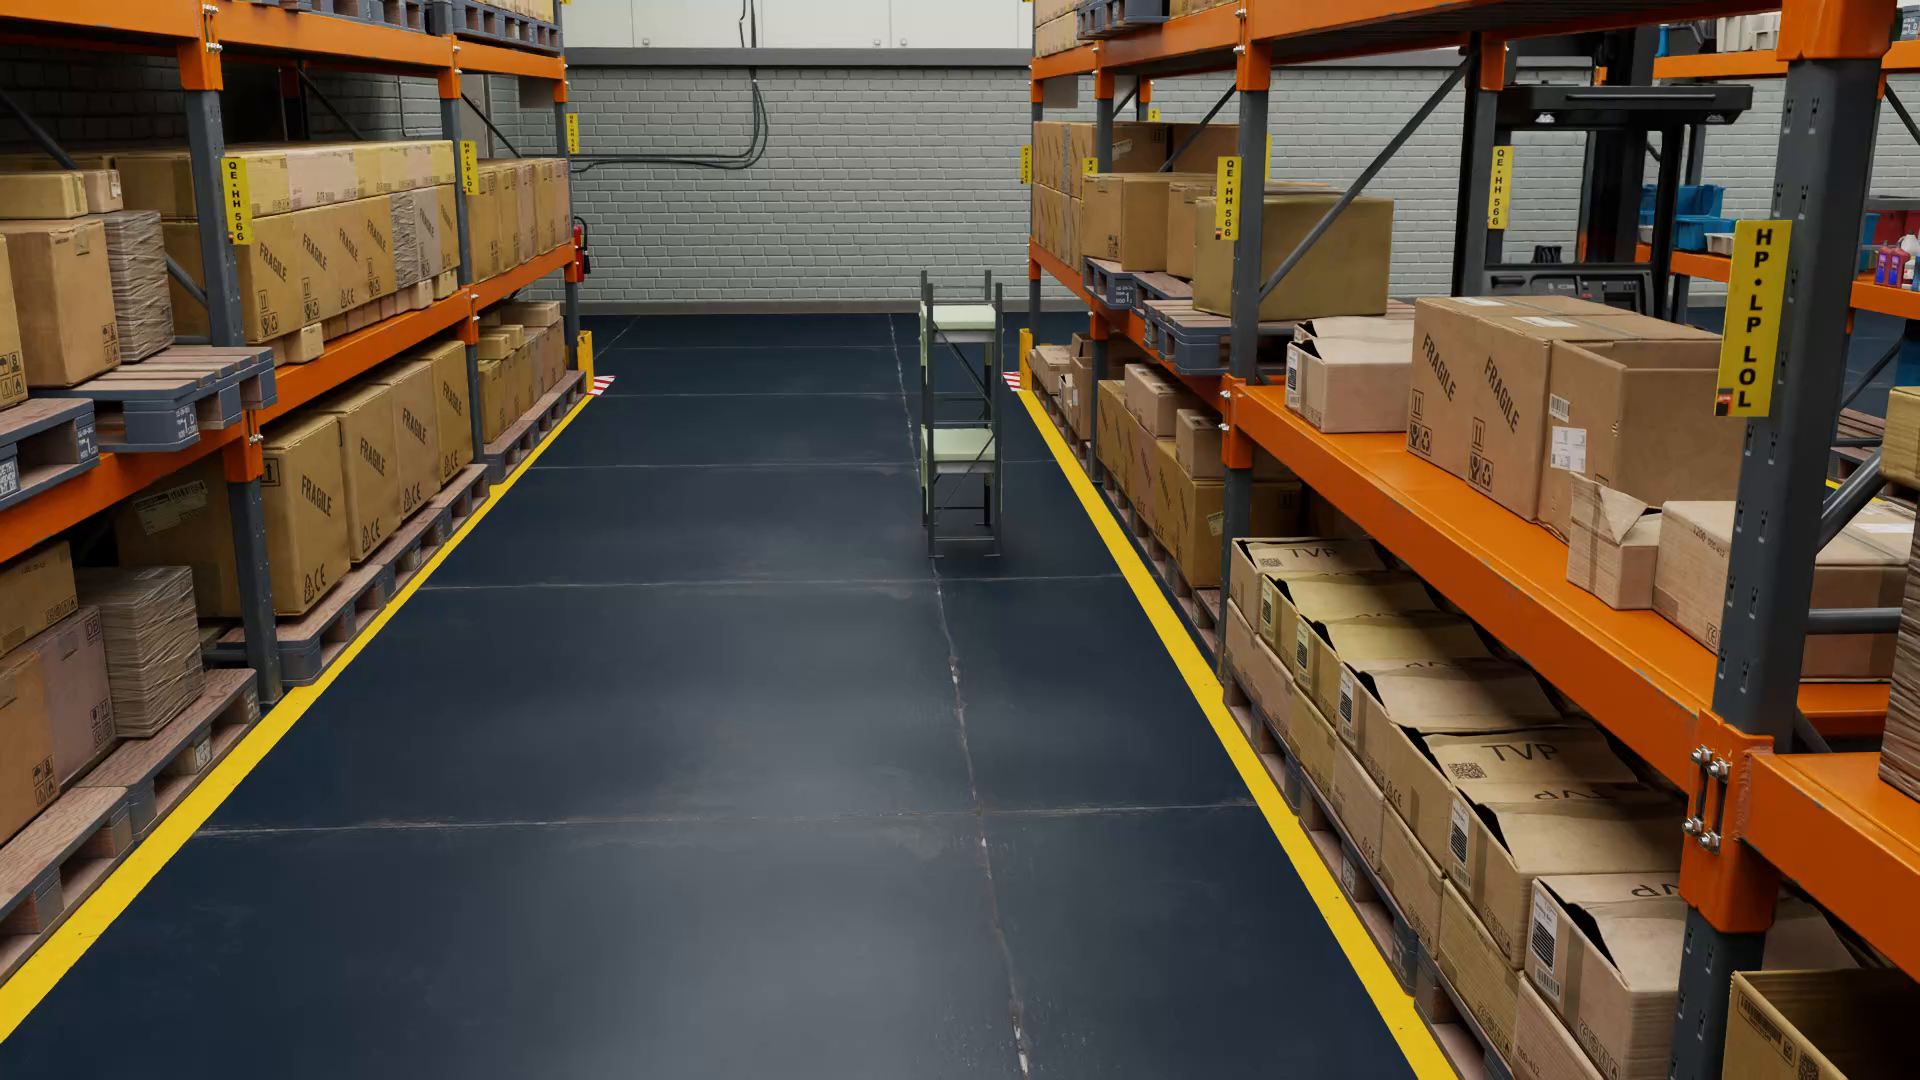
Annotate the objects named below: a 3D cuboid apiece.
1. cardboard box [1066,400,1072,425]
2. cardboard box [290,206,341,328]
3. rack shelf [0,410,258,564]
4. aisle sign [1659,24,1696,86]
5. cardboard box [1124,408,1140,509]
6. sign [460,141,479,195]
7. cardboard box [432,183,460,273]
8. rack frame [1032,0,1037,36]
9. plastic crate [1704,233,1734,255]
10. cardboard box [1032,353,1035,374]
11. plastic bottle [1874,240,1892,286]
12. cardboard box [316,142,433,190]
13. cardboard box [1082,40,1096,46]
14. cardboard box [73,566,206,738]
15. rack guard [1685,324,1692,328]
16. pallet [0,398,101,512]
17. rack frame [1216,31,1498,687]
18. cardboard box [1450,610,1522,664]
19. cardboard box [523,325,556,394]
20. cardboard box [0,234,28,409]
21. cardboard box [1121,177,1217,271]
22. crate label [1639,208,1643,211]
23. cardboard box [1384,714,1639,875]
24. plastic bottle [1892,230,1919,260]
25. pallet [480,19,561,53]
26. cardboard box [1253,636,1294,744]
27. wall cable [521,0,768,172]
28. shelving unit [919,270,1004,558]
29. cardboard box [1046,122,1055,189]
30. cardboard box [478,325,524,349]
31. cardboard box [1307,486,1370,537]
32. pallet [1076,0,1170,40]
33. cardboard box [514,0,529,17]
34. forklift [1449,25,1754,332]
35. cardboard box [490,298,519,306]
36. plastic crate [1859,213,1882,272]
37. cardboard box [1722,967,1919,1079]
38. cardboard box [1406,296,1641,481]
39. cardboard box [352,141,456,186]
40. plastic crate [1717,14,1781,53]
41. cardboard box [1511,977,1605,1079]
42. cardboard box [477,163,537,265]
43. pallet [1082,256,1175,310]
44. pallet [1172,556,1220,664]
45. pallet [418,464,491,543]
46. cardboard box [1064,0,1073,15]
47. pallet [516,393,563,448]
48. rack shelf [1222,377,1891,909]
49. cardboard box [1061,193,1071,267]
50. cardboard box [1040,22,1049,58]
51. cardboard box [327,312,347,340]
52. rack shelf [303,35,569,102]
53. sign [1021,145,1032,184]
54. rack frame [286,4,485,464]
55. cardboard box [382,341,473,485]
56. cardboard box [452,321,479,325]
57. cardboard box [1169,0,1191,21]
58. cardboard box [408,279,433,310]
[{"bbox_3d":[0.965,-0.906,11.866,0.380,0.149,0.250,-1,14,-3],"label":"cardboard box"},{"bbox_3d":[-3.128,-1.229,7.446,0.500,0.500,0.500,0,14,-2],"label":"cardboard box"},{"bbox_3d":[-3.206,0.074,4.663,1.077,0.370,4.000,-1,14,-3],"label":"rack shelf"},{"bbox_3d":[6.350,-4.196,14.597,0.394,0.787,0.004,-1,14,-3],"label":"aisle sign"},{"bbox_3d":[1.220,-0.466,9.449,0.500,0.500,0.500,-1,14,-3],"label":"cardboard box"},{"bbox_3d":[-3.037,-2.300,10.280,0.100,0.325,0.005,-1,14,-3],"label":"sign"},{"bbox_3d":[-3.298,-1.858,9.889,0.500,0.500,0.500,-1,14,-4],"label":"cardboard box"},{"bbox_3d":[1.118,-5.744,13.792,1.000,3.000,0.127,-1,14,-3],"label":"rack frame"},{"bbox_3d":[5.902,-2.249,12.658,0.293,0.136,0.466,-1,14,-3],"label":"plastic crate"},{"bbox_3d":[0.817,-1.508,14.171,0.380,0.166,0.250,-1,14,-3],"label":"cardboard box"},{"bbox_3d":[5.907,-1.765,10.601,0.061,0.283,0.133,-1,14,-3],"label":"plastic bottle"},{"bbox_3d":[-3.272,-2.092,9.296,0.500,0.250,0.500,-1,14,-2],"label":"cardboard box"},{"bbox_3d":[1.070,-3.341,10.772,0.500,0.250,0.500,-1,14,-3],"label":"cardboard box"},{"bbox_3d":[-3.233,0.404,6.070,0.700,0.500,0.500,-1,14,-3],"label":"cardboard box"},{"bbox_3d":[6.048,-1.710,15.167,1.175,0.500,0.348,-1,14,-3],"label":"rack guard"},{"bbox_3d":[-3.167,-0.187,4.619,1.003,0.211,1.213,-1,14,-3],"label":"pallet"},{"bbox_3d":[1.614,-0.849,6.807,1.000,3.000,0.127,-1,14,-3],"label":"rack frame"},{"bbox_3d":[1.959,0.389,5.546,0.500,0.311,0.500,-1,14,-4],"label":"cardboard box"},{"bbox_3d":[-3.651,-1.457,13.344,0.700,0.500,0.500,-1,14,-4],"label":"cardboard box"},{"bbox_3d":[-3.192,-0.607,4.782,0.700,0.500,0.500,-1,14,-3],"label":"cardboard box"},{"bbox_3d":[1.278,-1.804,9.476,0.700,0.500,0.500,1,14,5],"label":"cardboard box"},{"bbox_3d":[5.749,-2.796,14.588,0.416,0.233,0.303,-1,14,-3],"label":"crate label"},{"bbox_3d":[1.483,0.653,4.520,0.500,0.311,0.500,-1,14,-4],"label":"cardboard box"},{"bbox_3d":[6.011,-1.793,10.574,0.144,0.351,0.185,-1,14,-3],"label":"plastic bottle"},{"bbox_3d":[-3.769,-3.987,13.160,1.003,0.211,1.213,-1,14,-3],"label":"pallet"},{"bbox_3d":[1.385,0.539,6.088,0.500,0.250,0.500,-1,14,-5],"label":"cardboard box"},{"bbox_3d":[-3.819,-5.575,19.367,3.097,2.526,0.112,-1,14,-3],"label":"wall cable"},{"bbox_3d":[0.000,-0.725,9.333,0.431,1.500,0.755,-1,14,-3],"label":"shelving unit"},{"bbox_3d":[0.949,-3.003,12.969,0.500,0.500,0.500,-1,14,-3],"label":"cardboard box"},{"bbox_3d":[-3.393,-1.479,12.126,0.380,0.149,0.250,-1,14,-5],"label":"cardboard box"},{"bbox_3d":[1.871,0.031,7.521,0.500,0.500,0.500,0,14,-1],"label":"cardboard box"},{"bbox_3d":[1.336,-3.042,9.688,1.213,0.211,1.003,-1,14,-3],"label":"pallet"},{"bbox_3d":[-3.445,-3.956,12.121,0.500,0.250,0.500,-1,14,-5],"label":"cardboard box"},{"bbox_3d":[3.106,-1.204,8.322,1.130,2.935,3.031,-1,14,-3],"label":"forklift"},{"bbox_3d":[-3.890,-1.924,13.855,0.380,0.149,0.250,-1,14,-3],"label":"cardboard box"},{"bbox_3d":[5.941,-2.052,11.392,0.392,0.384,0.575,-1,14,-3],"label":"plastic crate"},{"bbox_3d":[1.578,1.031,2.670,0.500,0.500,0.500,-1,14,-3],"label":"cardboard box"},{"bbox_3d":[1.734,-0.481,5.174,0.500,0.500,0.500,-2,15,-6],"label":"cardboard box"},{"bbox_3d":[-3.294,-2.220,9.791,0.500,0.250,0.500,-1,14,-2],"label":"cardboard box"},{"bbox_3d":[5.892,-3.754,12.314,0.437,0.282,0.530,-1,14,-3],"label":"plastic crate"},{"bbox_3d":[1.547,1.175,3.614,0.500,0.250,0.500,-1,14,-4],"label":"cardboard box"},{"bbox_3d":[-3.690,-2.409,12.269,0.980,0.700,0.700,-2,15,-6],"label":"cardboard box"},{"bbox_3d":[1.307,-1.551,9.918,1.003,0.211,1.213,-1,14,-3],"label":"pallet"},{"bbox_3d":[1.605,0.315,7.878,1.003,0.211,1.213,-1,14,-3],"label":"pallet"},{"bbox_3d":[-3.455,-0.225,9.979,1.003,0.211,1.213,-1,14,-3],"label":"pallet"},{"bbox_3d":[1.009,-3.832,11.677,0.500,0.250,0.500,-1,14,-3],"label":"cardboard box"},{"bbox_3d":[-3.626,-0.911,12.642,1.003,0.211,1.213,-1,14,-3],"label":"pallet"},{"bbox_3d":[1.738,-0.003,4.963,1.077,0.370,4.000,-1,14,-3],"label":"rack shelf"},{"bbox_3d":[1.012,-2.269,12.123,0.500,0.500,0.500,-1,14,-2],"label":"cardboard box"},{"bbox_3d":[0.914,-3.963,13.189,0.500,0.250,0.500,-1,14,-3],"label":"cardboard box"},{"bbox_3d":[-3.227,-1.065,8.109,0.380,0.149,0.250,-1,14,-3],"label":"cardboard box"},{"bbox_3d":[-3.702,-3.368,12.022,1.077,0.370,4.000,-1,14,-3],"label":"rack shelf"},{"bbox_3d":[0.577,-3.250,14.399,0.100,0.325,0.005,-1,14,-3],"label":"sign"},{"bbox_3d":[-3.578,-1.767,10.373,1.000,3.000,0.127,-1,14,-3],"label":"rack frame"},{"bbox_3d":[-3.408,-0.769,9.968,0.750,0.750,0.750,-1,14,-3],"label":"cardboard box"},{"bbox_3d":[-3.794,-1.546,12.385,0.380,0.149,0.250,-1,14,-4],"label":"cardboard box"},{"bbox_3d":[1.489,-2.714,7.836,0.910,0.500,0.500,-1,14,-3],"label":"cardboard box"},{"bbox_3d":[-3.189,-1.383,9.344,0.380,0.149,0.250,-1,14,-3],"label":"cardboard box"}]
